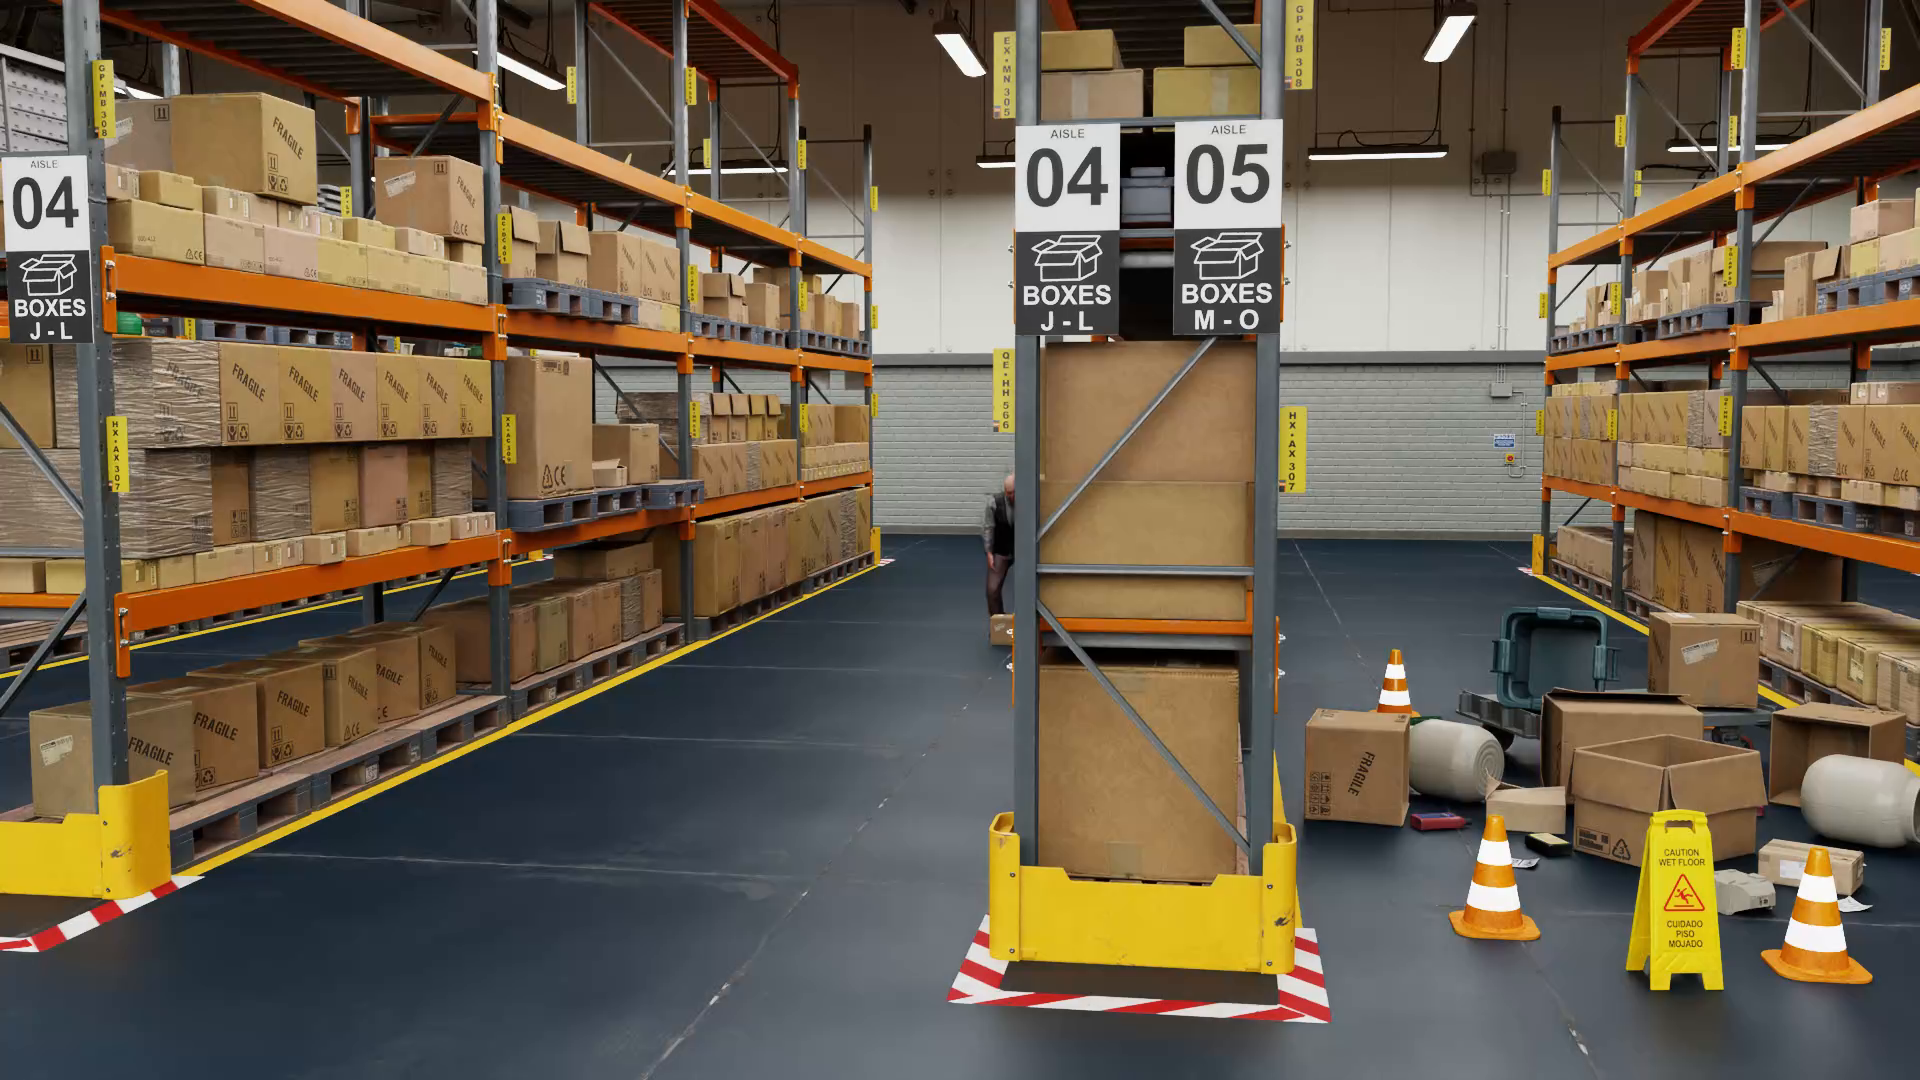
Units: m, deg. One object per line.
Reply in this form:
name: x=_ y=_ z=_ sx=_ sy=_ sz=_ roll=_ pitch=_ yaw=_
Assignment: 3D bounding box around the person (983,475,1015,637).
person: x=0.513 y=0.150 z=15.613 sx=0.586 sy=1.538 sz=0.602 roll=1 pitch=4 yaw=9
